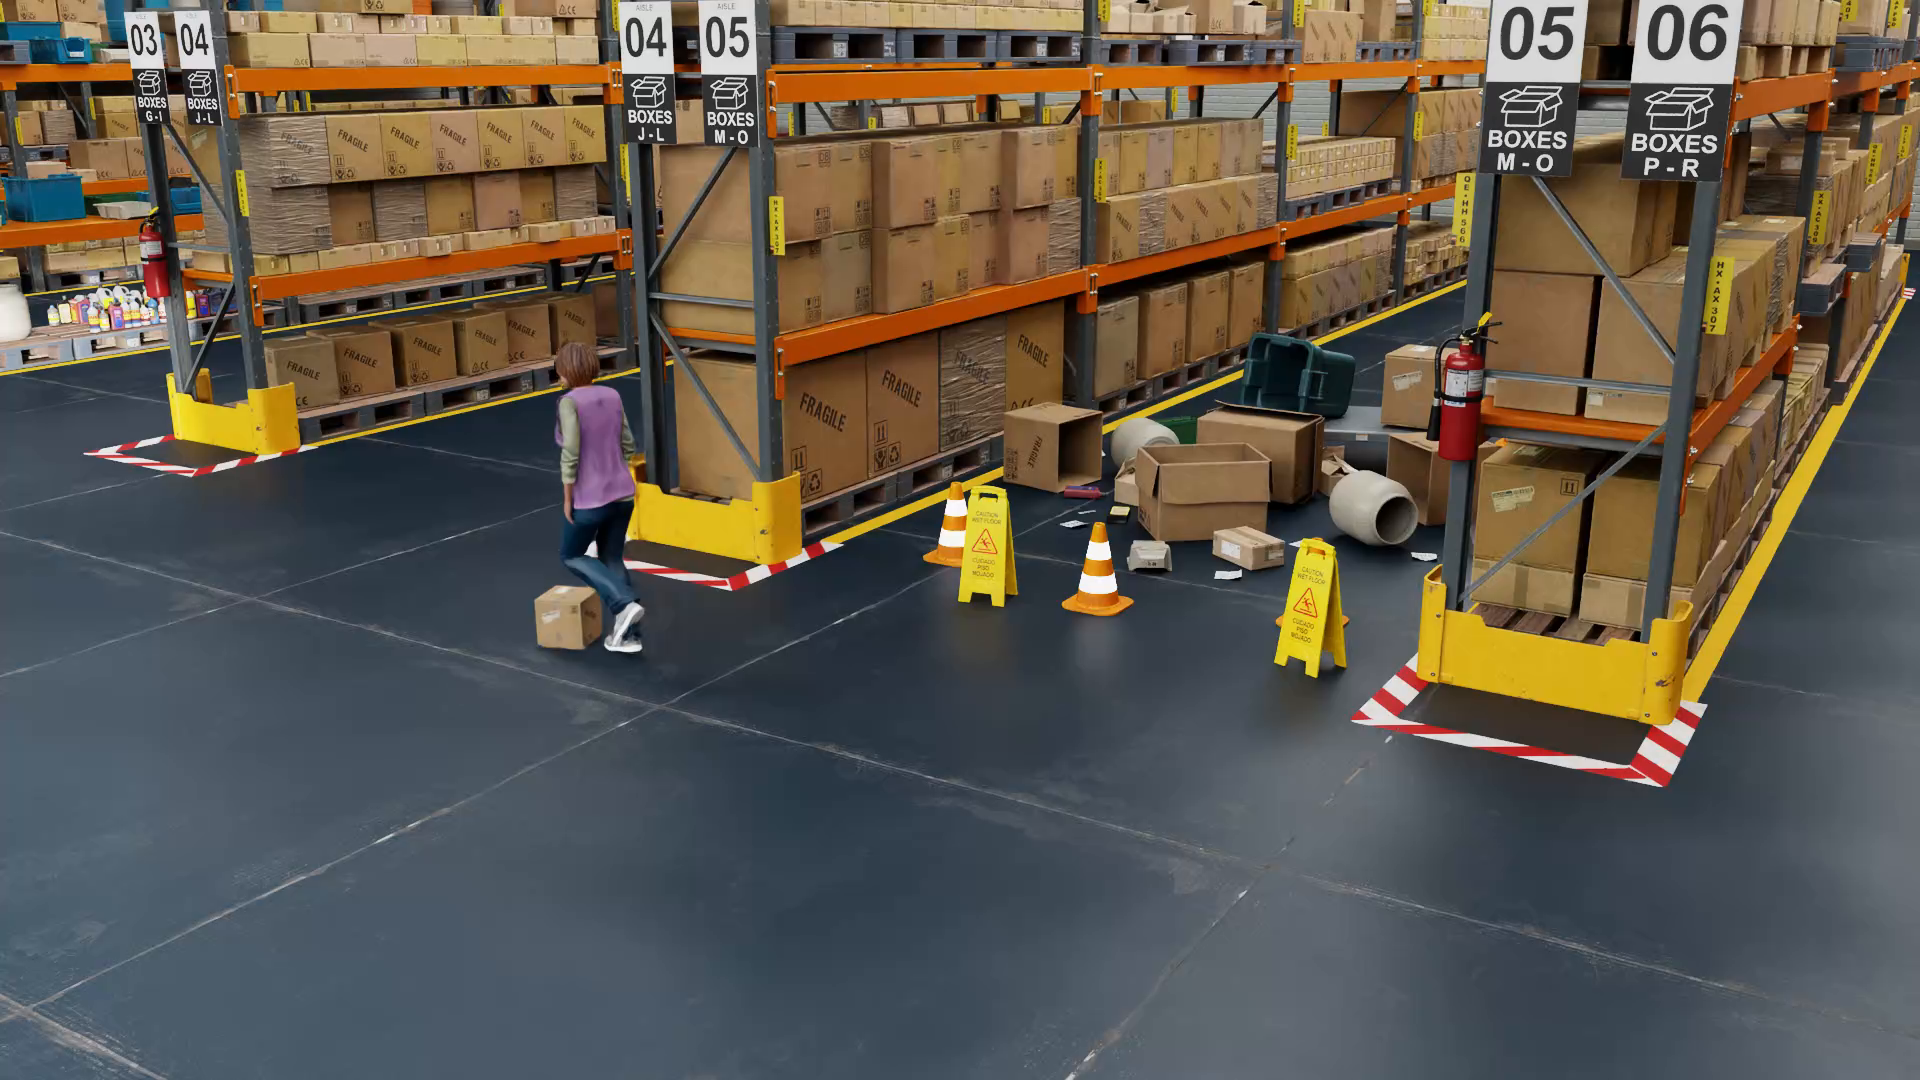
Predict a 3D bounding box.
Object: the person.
[{"bbox_3d":[-1.782,-0.193,8.259,0.481,1.557,0.484,12,20,36],"label":"person"}]
